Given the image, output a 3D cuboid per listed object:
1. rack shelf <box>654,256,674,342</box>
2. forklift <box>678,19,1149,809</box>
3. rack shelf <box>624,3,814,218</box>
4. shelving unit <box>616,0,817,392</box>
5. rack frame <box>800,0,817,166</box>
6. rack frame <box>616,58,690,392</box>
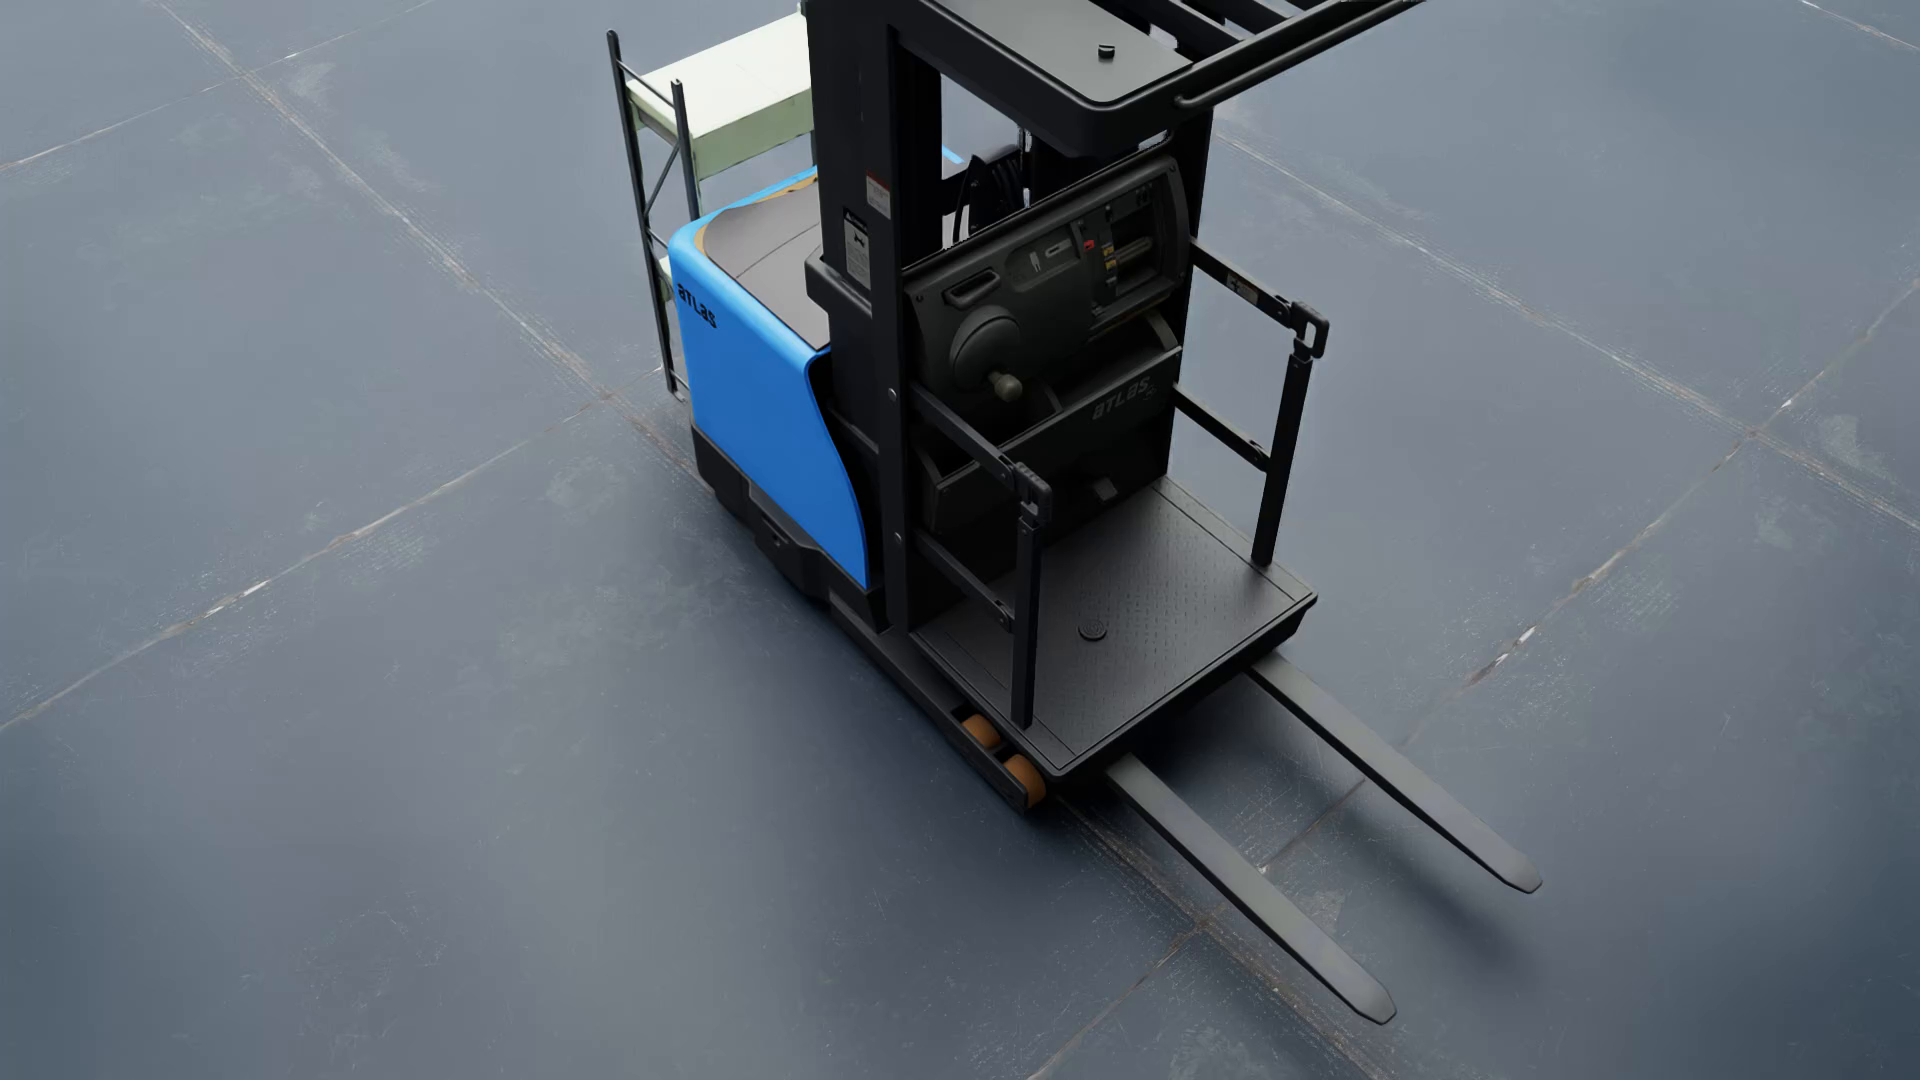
[{"bbox_3d":[-0.685,-0.919,6.021,0.720,0.370,0.431,-32,55,-26],"label":"rack shelf"},{"bbox_3d":[-10.187,-3.702,7.215,12.119,2.867,20.805,-31,54,-25],"label":"forklift"},{"bbox_3d":[-0.685,-1.405,5.495,0.720,0.370,0.431,-32,55,-26],"label":"rack shelf"},{"bbox_3d":[-0.683,-1.142,5.783,0.748,1.500,0.431,-32,55,-26],"label":"shelving unit"},{"bbox_3d":[-0.404,-1.313,5.941,0.023,1.500,0.400,-32,55,-26],"label":"rack frame"},{"bbox_3d":[-0.967,-0.969,5.623,0.010,1.308,0.380,-32,55,-26],"label":"rack frame"}]
